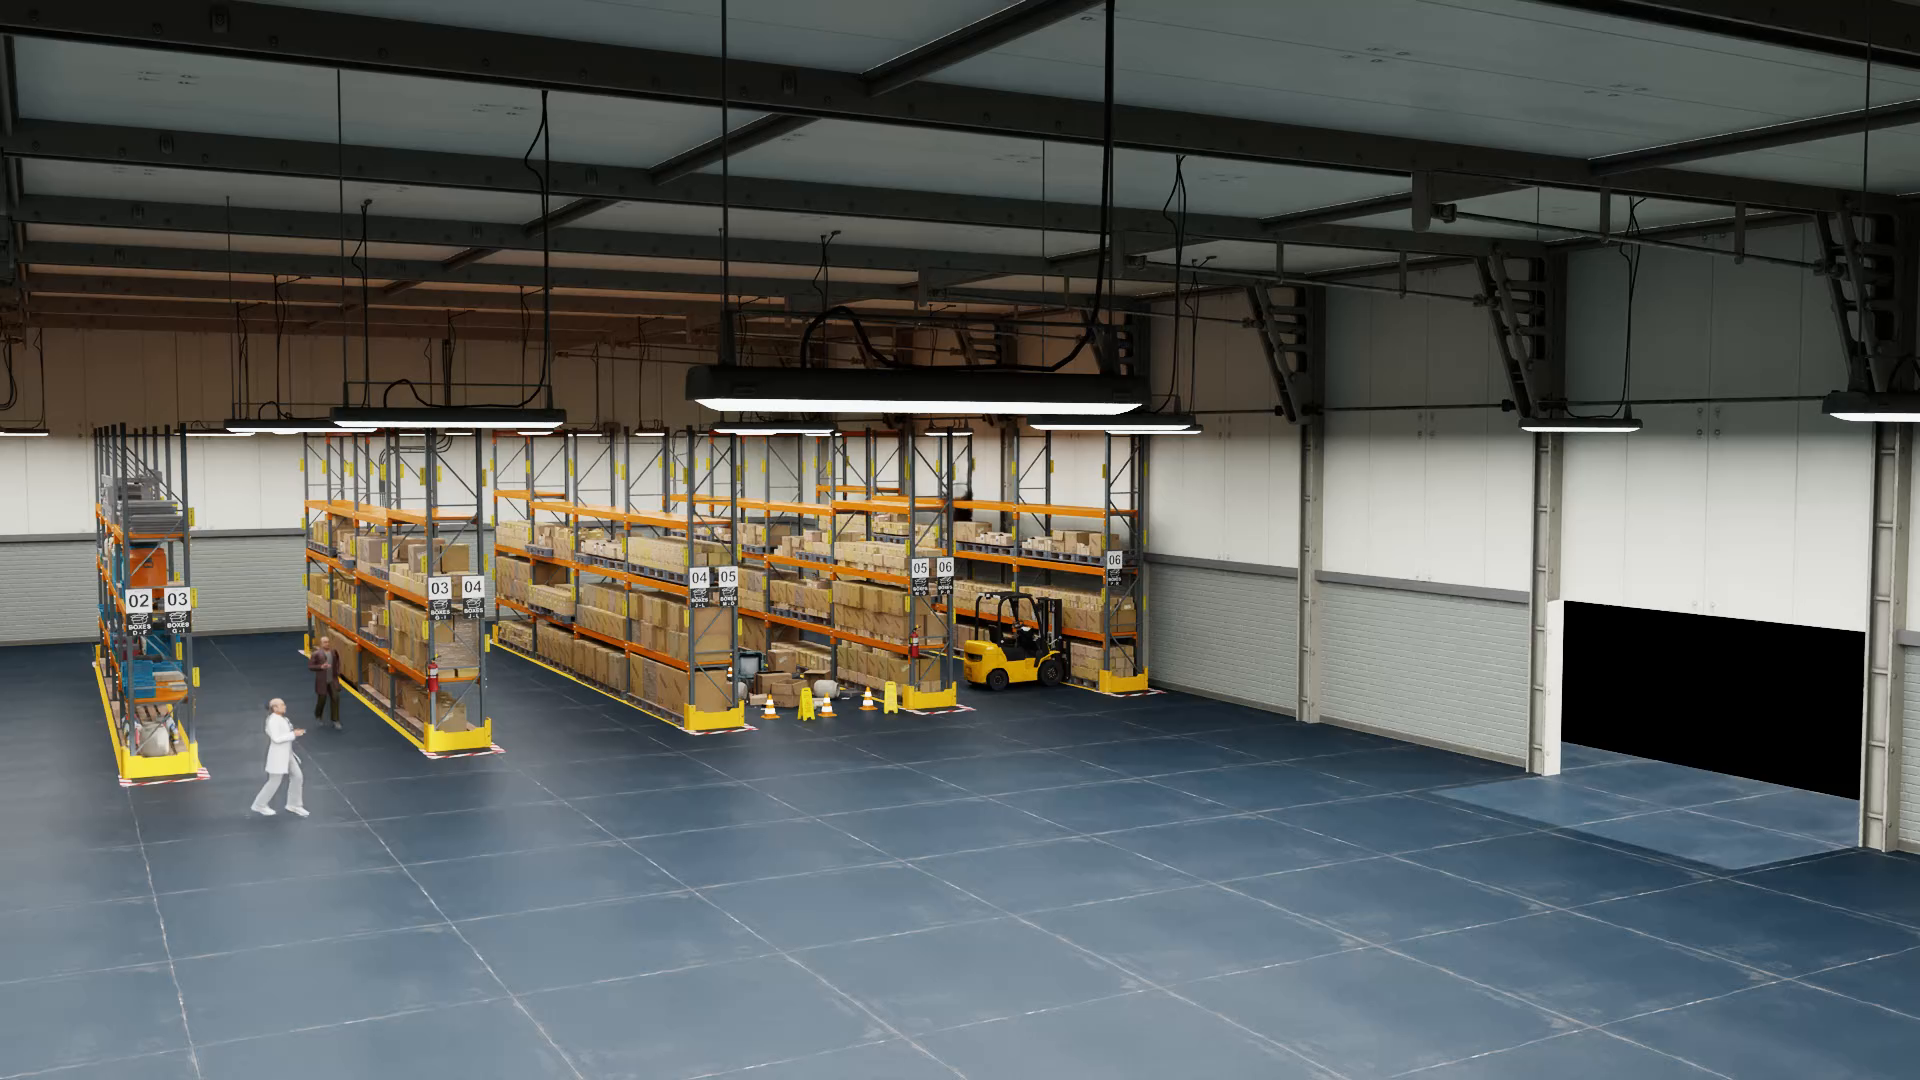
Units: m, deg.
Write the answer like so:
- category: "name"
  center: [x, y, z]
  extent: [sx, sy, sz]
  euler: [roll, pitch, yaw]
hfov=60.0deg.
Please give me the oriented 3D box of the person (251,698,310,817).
- category: "person"
  center: [-10.285, 3.299, 25.114]
  extent: [0.832, 1.831, 0.685]
  euler: [0, 3, -5]

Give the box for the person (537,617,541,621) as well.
- category: "person"
  center: [-12.260, 1.978, 48.293]
  extent: [0.525, 1.680, 0.719]
  euler: [2, 4, 29]

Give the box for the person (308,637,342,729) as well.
- category: "person"
  center: [-12.531, 2.809, 32.890]
  extent: [0.701, 1.790, 0.949]
  euler: [-3, 5, -40]
